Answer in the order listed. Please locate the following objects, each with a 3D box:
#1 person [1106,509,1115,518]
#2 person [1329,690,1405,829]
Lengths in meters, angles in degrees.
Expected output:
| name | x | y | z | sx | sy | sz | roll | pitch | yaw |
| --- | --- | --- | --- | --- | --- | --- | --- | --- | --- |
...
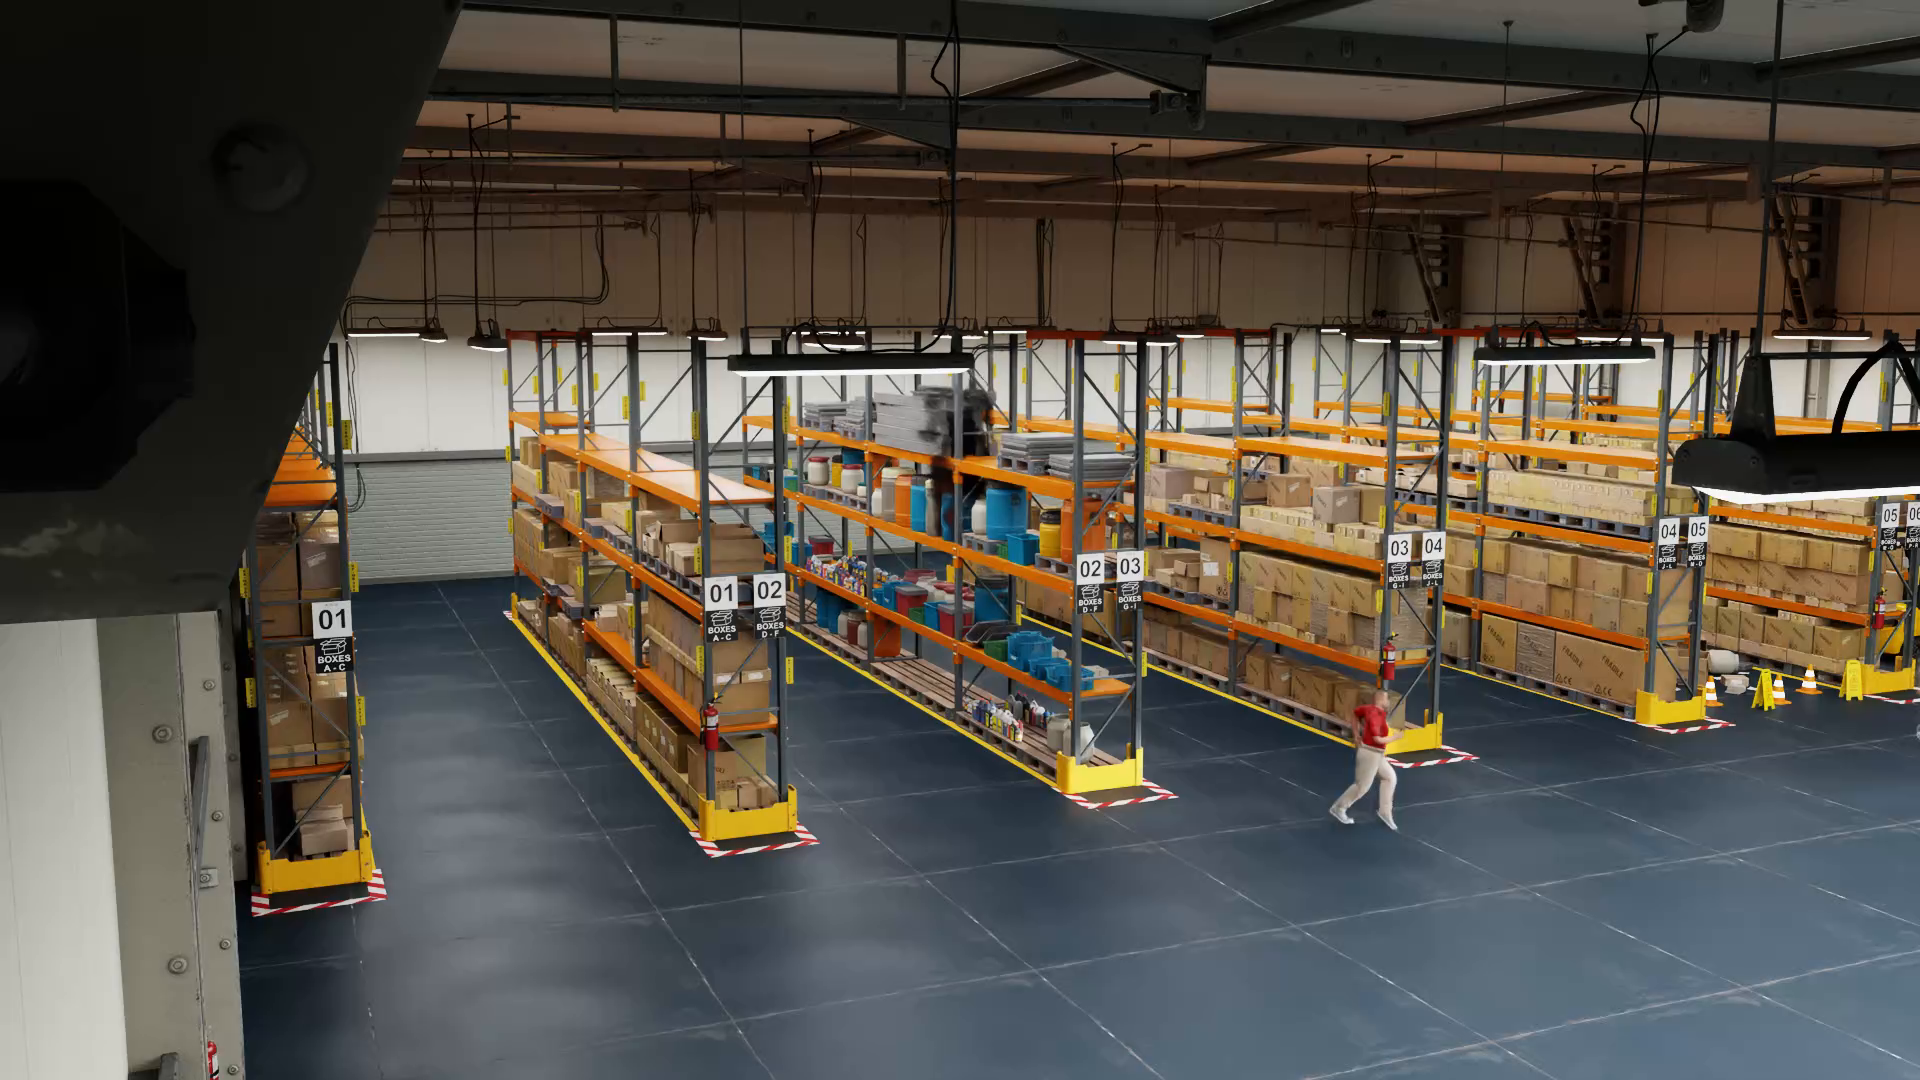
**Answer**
| name | x | y | z | sx | sy | sz | roll | pitch | yaw |
| --- | --- | --- | --- | --- | --- | --- | --- | --- | --- |
| person | 3.533 | -0.051 | 40.731 | 0.695 | 1.721 | 0.553 | 7 | 11 | 44 |
| person | 5.019 | 2.718 | 20.514 | 0.884 | 1.785 | 0.687 | 1 | 8 | 10 |
